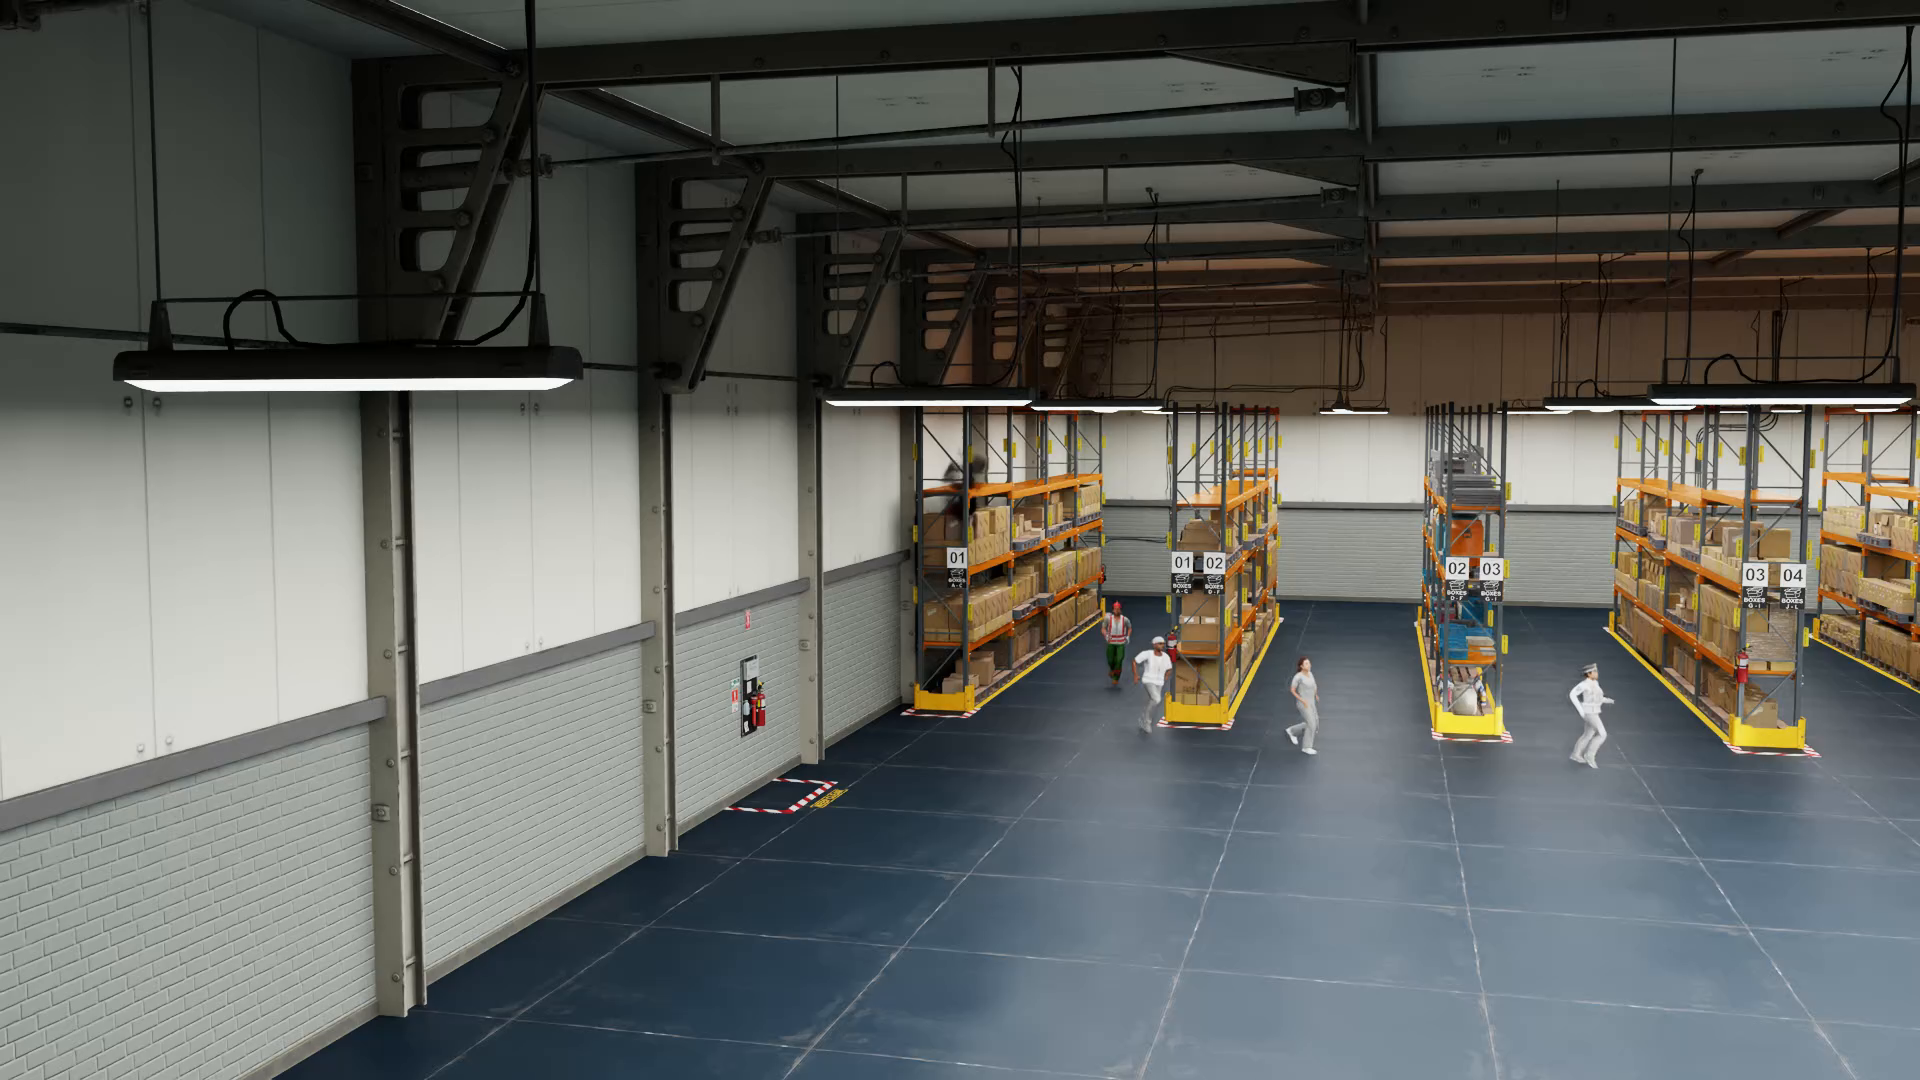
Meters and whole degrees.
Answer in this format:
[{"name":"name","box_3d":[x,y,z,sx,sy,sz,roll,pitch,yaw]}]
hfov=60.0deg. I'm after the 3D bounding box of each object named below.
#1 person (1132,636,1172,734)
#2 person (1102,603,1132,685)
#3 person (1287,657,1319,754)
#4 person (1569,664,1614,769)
[{"name":"person","box_3d":[3.542,2.614,30.281,0.722,1.720,0.684,-2,5,-27]},{"name":"person","box_3d":[3.361,2.214,35.697,0.651,1.742,0.645,0,4,5]},{"name":"person","box_3d":[5.860,2.813,28.449,0.564,1.644,0.603,-4,6,-43]},{"name":"person","box_3d":[10.328,2.873,27.200,0.703,1.724,0.581,3,5,39]}]
